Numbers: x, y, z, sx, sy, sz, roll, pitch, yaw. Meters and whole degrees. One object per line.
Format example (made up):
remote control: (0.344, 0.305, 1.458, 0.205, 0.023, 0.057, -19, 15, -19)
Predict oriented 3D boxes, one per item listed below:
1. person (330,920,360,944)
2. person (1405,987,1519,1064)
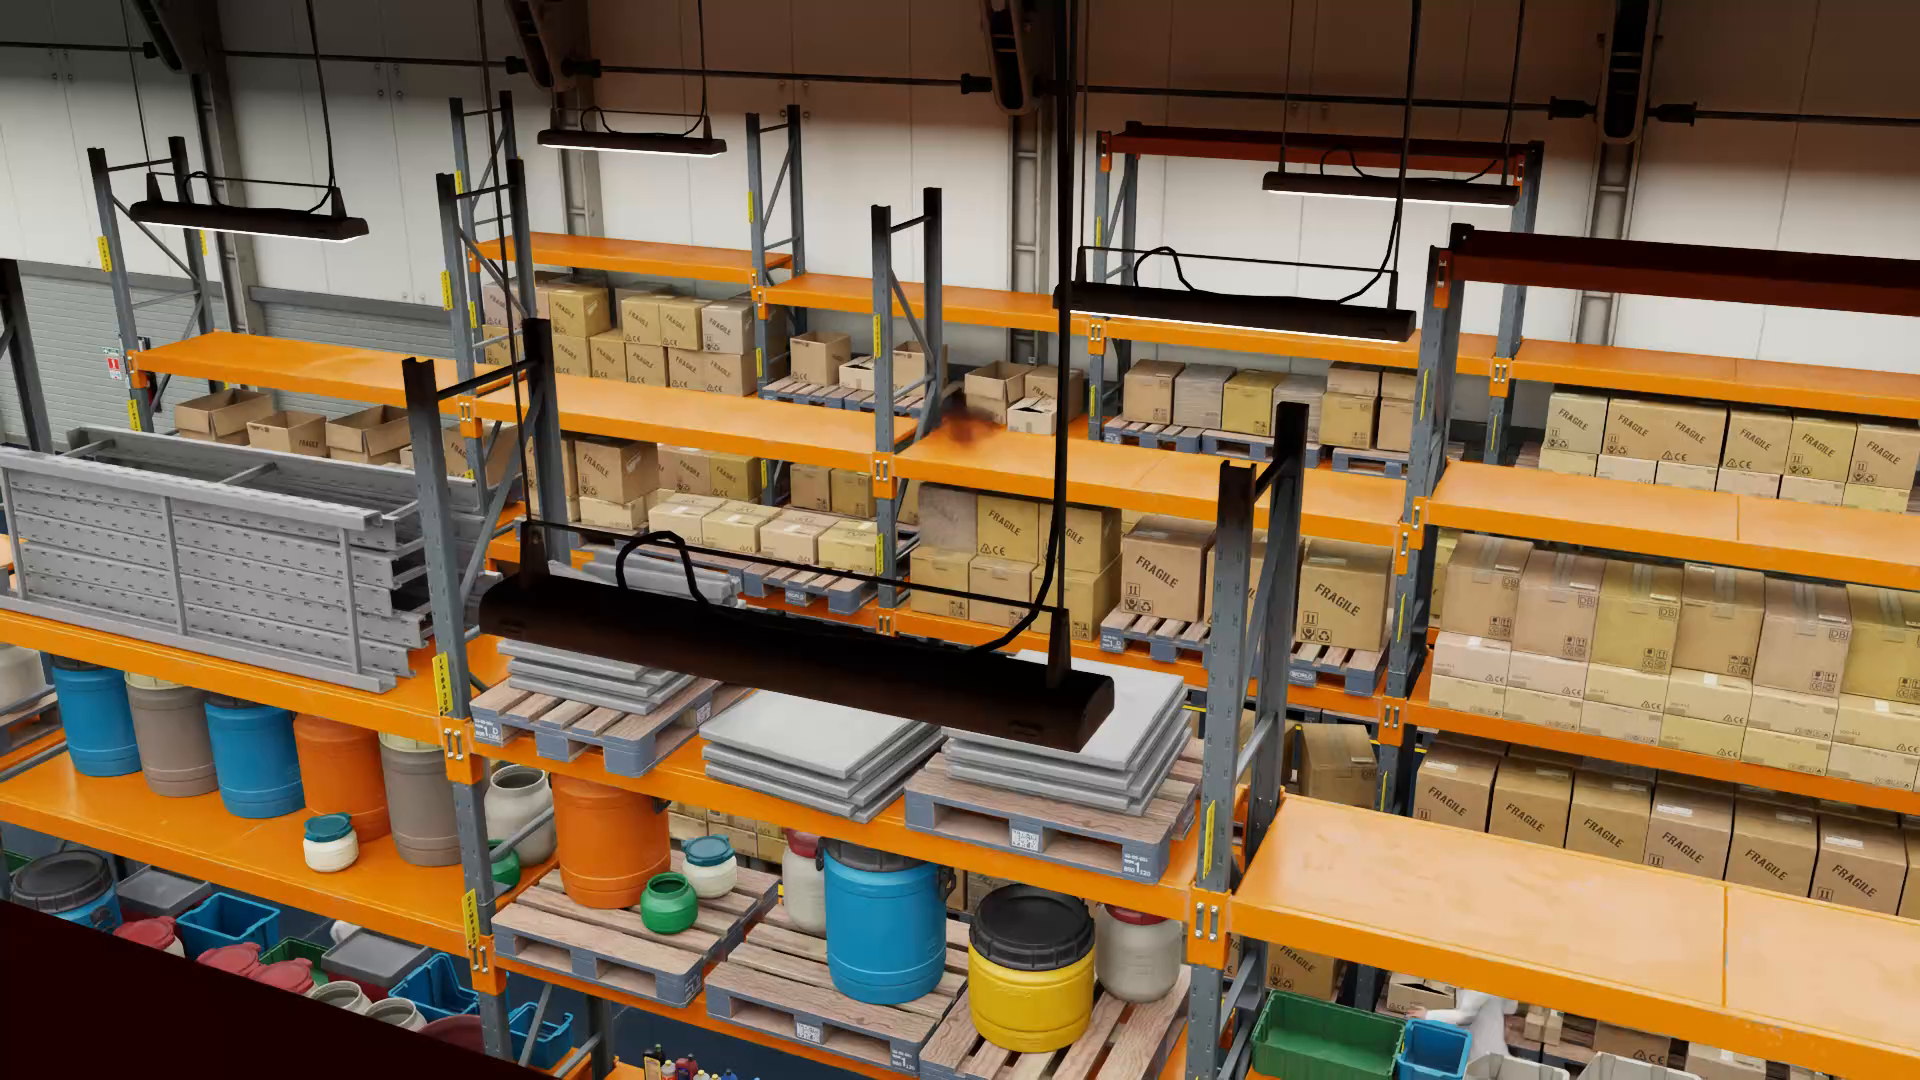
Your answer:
person: (-4.024, 3.166, 11.725, 0.680, 1.774, 0.468, 8, 22, 21)
person: (3.516, 3.380, 11.353, 0.935, 1.796, 0.662, 9, 22, 23)
